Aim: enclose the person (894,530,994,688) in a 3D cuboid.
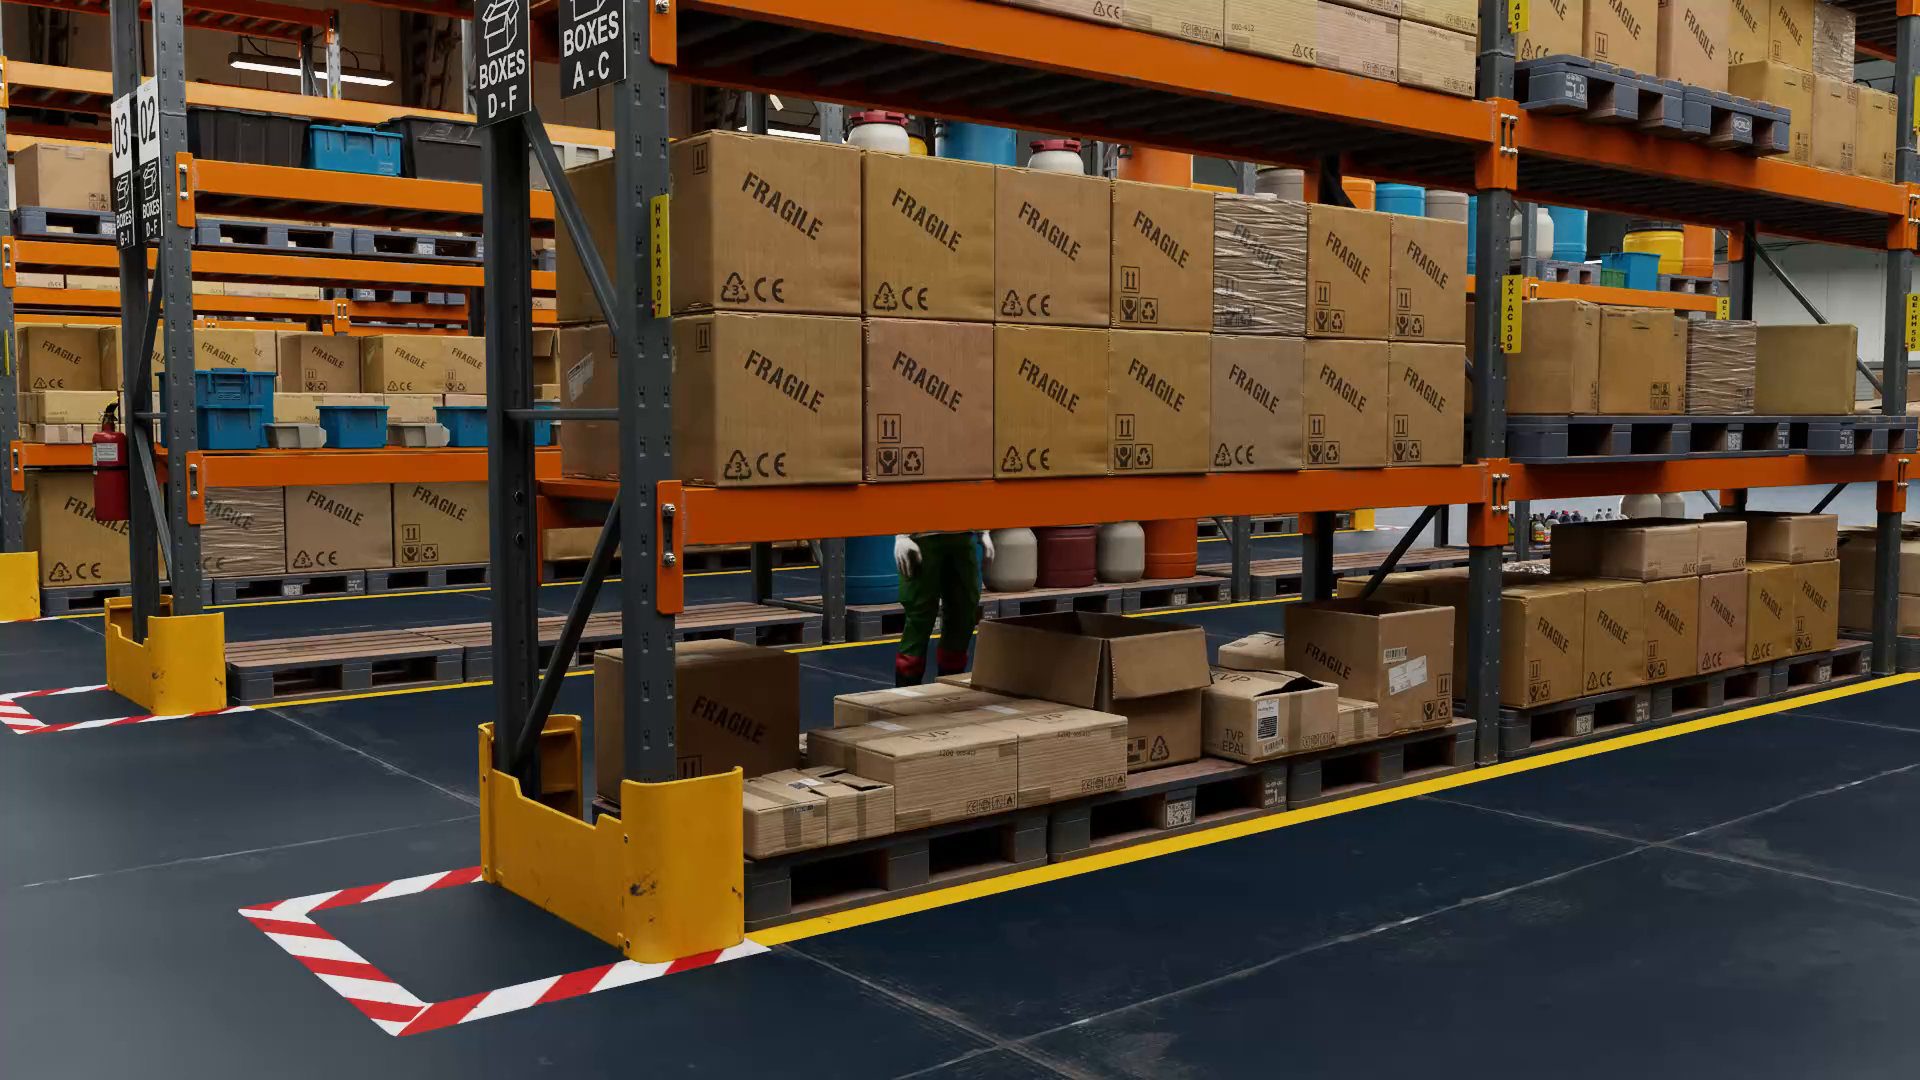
[{"bbox_3d":[-0.081,0.013,8.144,0.620,1.779,0.454,-4,6,-40],"label":"person"}]
